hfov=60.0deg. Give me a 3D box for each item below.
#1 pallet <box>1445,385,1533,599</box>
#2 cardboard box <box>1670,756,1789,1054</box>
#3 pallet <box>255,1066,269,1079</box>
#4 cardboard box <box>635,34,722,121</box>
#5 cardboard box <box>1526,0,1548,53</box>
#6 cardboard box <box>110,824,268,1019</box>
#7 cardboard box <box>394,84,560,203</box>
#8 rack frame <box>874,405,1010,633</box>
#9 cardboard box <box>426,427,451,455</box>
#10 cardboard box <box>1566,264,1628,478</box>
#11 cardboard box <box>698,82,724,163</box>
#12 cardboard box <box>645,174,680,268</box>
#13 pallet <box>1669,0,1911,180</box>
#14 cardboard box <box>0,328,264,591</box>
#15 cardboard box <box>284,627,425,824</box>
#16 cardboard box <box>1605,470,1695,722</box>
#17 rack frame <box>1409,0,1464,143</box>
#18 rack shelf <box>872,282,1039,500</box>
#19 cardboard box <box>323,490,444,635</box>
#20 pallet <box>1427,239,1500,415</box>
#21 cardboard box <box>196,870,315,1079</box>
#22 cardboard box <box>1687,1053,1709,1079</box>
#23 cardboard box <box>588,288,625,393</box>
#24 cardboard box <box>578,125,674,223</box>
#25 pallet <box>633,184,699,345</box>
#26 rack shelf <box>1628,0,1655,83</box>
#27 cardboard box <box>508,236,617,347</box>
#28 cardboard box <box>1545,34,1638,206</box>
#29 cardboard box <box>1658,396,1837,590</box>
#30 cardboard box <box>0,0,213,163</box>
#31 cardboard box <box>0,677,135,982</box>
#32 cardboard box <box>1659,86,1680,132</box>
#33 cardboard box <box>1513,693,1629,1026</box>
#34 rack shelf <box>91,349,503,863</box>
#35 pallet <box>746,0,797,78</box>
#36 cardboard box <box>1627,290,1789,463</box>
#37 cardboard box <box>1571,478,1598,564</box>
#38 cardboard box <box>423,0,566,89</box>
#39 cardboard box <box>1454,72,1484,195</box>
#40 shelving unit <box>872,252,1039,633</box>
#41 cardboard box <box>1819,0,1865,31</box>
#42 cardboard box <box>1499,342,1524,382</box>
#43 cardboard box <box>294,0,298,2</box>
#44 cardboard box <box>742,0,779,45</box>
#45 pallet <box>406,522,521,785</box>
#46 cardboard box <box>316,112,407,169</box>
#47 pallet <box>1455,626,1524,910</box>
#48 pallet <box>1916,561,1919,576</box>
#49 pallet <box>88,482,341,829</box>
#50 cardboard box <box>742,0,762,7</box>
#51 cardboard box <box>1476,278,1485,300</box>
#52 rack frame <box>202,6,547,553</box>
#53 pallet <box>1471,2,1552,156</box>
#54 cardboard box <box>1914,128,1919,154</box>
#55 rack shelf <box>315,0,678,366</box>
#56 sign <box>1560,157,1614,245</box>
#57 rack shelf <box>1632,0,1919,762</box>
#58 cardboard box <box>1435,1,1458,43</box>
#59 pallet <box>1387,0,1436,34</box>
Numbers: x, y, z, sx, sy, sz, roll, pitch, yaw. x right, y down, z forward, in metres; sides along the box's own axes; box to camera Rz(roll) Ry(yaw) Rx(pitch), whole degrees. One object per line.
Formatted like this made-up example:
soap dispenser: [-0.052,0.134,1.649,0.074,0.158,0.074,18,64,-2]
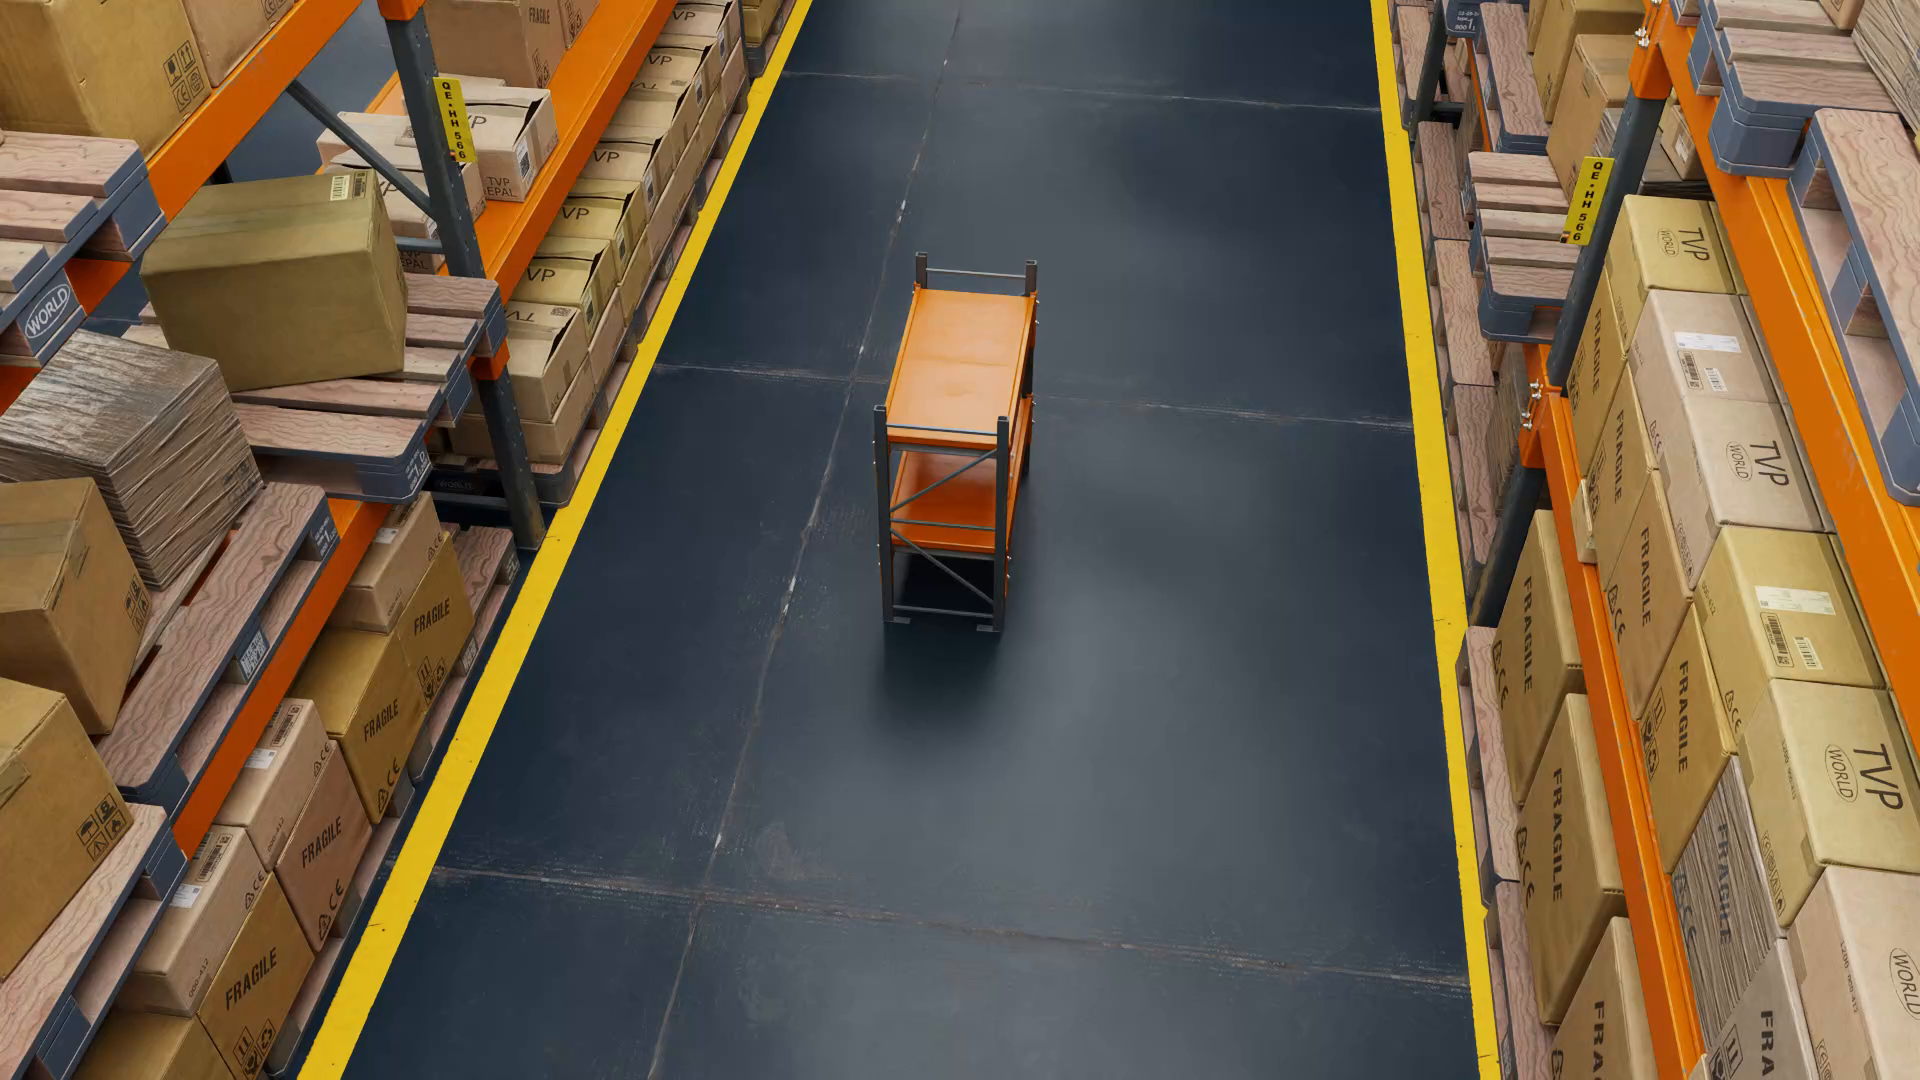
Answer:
pallet: [2.703,-0.195,7.302,1.003,0.211,1.213,5,44,6]
cardboard box: [2.013,0.872,3.844,0.500,0.500,0.500,5,44,6]
pallet: [-2.772,2.058,4.923,1.003,0.211,1.213,5,44,6]
cardboard box: [-1.616,-2.549,9.047,0.500,0.311,0.500,6,44,7]
cardboard box: [2.888,-2.421,7.233,0.700,0.500,0.500,11,45,11]
cardboard box: [-2.404,1.090,4.870,0.500,0.250,0.500,5,44,6]
cardboard box: [-2.003,-1.682,6.910,0.500,0.311,0.500,5,44,5]
rack frame: [-0.068,-0.057,6.492,0.500,1.125,0.032,5,44,6]
cardboard box: [-2.485,-0.657,7.457,0.500,0.250,0.500,6,44,7]
cardboard box: [2.280,-0.519,5.312,0.500,0.500,0.500,6,44,7]
cardboard box: [-1.620,-2.349,9.244,0.500,0.250,0.500,5,44,5]
cardboard box: [-1.756,-1.654,8.509,0.500,0.250,0.500,6,44,6]
pallet: [2.565,-1.252,4.346,1.213,0.211,1.003,7,44,7]
cardboard box: [-2.595,-0.266,4.971,0.700,0.500,0.500,13,45,13]
cardboard box: [-2.273,0.637,5.894,0.500,0.500,0.500,4,44,4]
cardboard box: [2.135,0.176,4.579,0.500,0.500,0.500,5,44,5]
rack frame: [3.127,-3.401,8.660,1.000,3.000,0.127,5,44,6]
rack shelf: [-0.001,-0.616,6.657,0.538,0.278,1.000,5,44,6]
cardboard box: [-2.207,0.051,5.968,0.500,0.250,0.500,7,44,7]
pallet: [2.866,-1.024,8.178,1.003,0.211,1.213,5,44,6]
cardboard box: [-2.403,1.339,5.152,0.500,0.500,0.500,6,44,6]
cardboard box: [1.899,1.347,3.814,0.380,0.149,0.250,5,44,6]
cardboard box: [-1.887,-0.950,7.766,0.500,0.250,0.500,4,44,4]
cardboard box: [-1.754,-1.867,8.327,0.500,0.311,0.500,5,44,5]
pallet: [-2.002,-1.497,8.677,1.003,0.211,1.213,5,44,6]
rack shelf: [2.862,-2.866,6.437,1.077,0.370,4.000,5,44,6]
cardboard box: [-1.892,-1.169,7.590,0.500,0.311,0.500,4,44,4]
cardboard box: [2.697,-1.575,6.340,0.700,0.500,0.500,1,43,2]
cardboard box: [2.150,-0.105,4.331,0.500,0.250,0.500,6,44,6]
cardboard box: [-2.473,-1.246,4.130,0.910,0.500,0.500,5,44,6]
cardboard box: [-2.529,0.638,4.017,0.700,0.500,0.500,12,45,12]
cardboard box: [2.641,-1.565,5.857,0.380,0.149,0.250,-1,43,-2]
cardboard box: [2.248,1.039,5.229,0.750,0.750,0.750,5,44,5]
rack shelf: [-2.577,0.502,5.062,1.077,0.370,4.000,5,44,6]
pallet: [-1.637,-3.374,10.660,1.003,0.211,1.213,5,44,6]
cardboard box: [2.212,-0.446,4.691,0.500,0.250,0.500,5,44,5]
cardboard box: [2.164,-0.043,5.282,0.380,0.149,0.250,6,44,7]
cardboard box: [-2.107,-2.304,7.429,0.500,0.500,0.500,3,44,3]
cardboard box: [3.046,-2.150,8.837,0.700,0.500,0.500,7,44,7]
shelving unit: [-0.001,-0.404,6.858,0.538,1.125,1.048,5,44,6]
cardboard box: [2.592,-1.631,4.216,0.700,0.500,0.500,2,43,2]
cardboard box: [2.825,-0.763,7.372,0.700,0.500,0.500,5,44,5]
cardboard box: [-2.337,-1.948,4.871,0.910,0.500,0.500,5,44,6]
cardboard box: [-1.422,-3.291,10.239,0.500,0.250,0.500,5,44,6]
pallet: [-2.449,0.395,6.679,1.003,0.211,1.213,5,44,6]
cardboard box: [-2.468,-1.669,7.014,0.380,0.149,0.250,5,44,6]
pallet: [2.419,0.868,6.180,1.003,0.211,1.213,5,44,6]
pallet: [2.141,0.402,2.601,0.805,0.209,1.217,4,44,4]
pallet: [-2.565,0.273,4.920,1.003,0.211,1.213,5,44,6]
cardboard box: [-1.412,-3.563,9.980,0.500,0.500,0.500,5,44,6]
cardboard box: [2.920,-1.449,8.097,0.700,0.500,0.500,6,44,6]
rack frame: [-2.313,-1.123,6.254,1.000,3.000,0.127,5,44,6]
pallet: [2.819,-1.958,7.276,1.003,0.211,1.213,5,44,6]
cardboard box: [2.487,-0.883,3.426,0.700,0.500,0.500,7,44,8]
rack shelf: [-2.049,-2.224,7.941,1.077,0.370,4.000,5,44,6]
sign: [2.059,-1.109,5.456,0.100,0.325,0.005,5,44,6]
rack shelf: [2.333,-0.140,3.558,1.077,0.370,4.000,5,44,6]
cardboard box: [3.224,-3.364,10.119,0.500,0.500,0.500,2,43,2]
pallet: [3.339,-3.683,10.986,1.003,0.211,1.213,5,44,6]
